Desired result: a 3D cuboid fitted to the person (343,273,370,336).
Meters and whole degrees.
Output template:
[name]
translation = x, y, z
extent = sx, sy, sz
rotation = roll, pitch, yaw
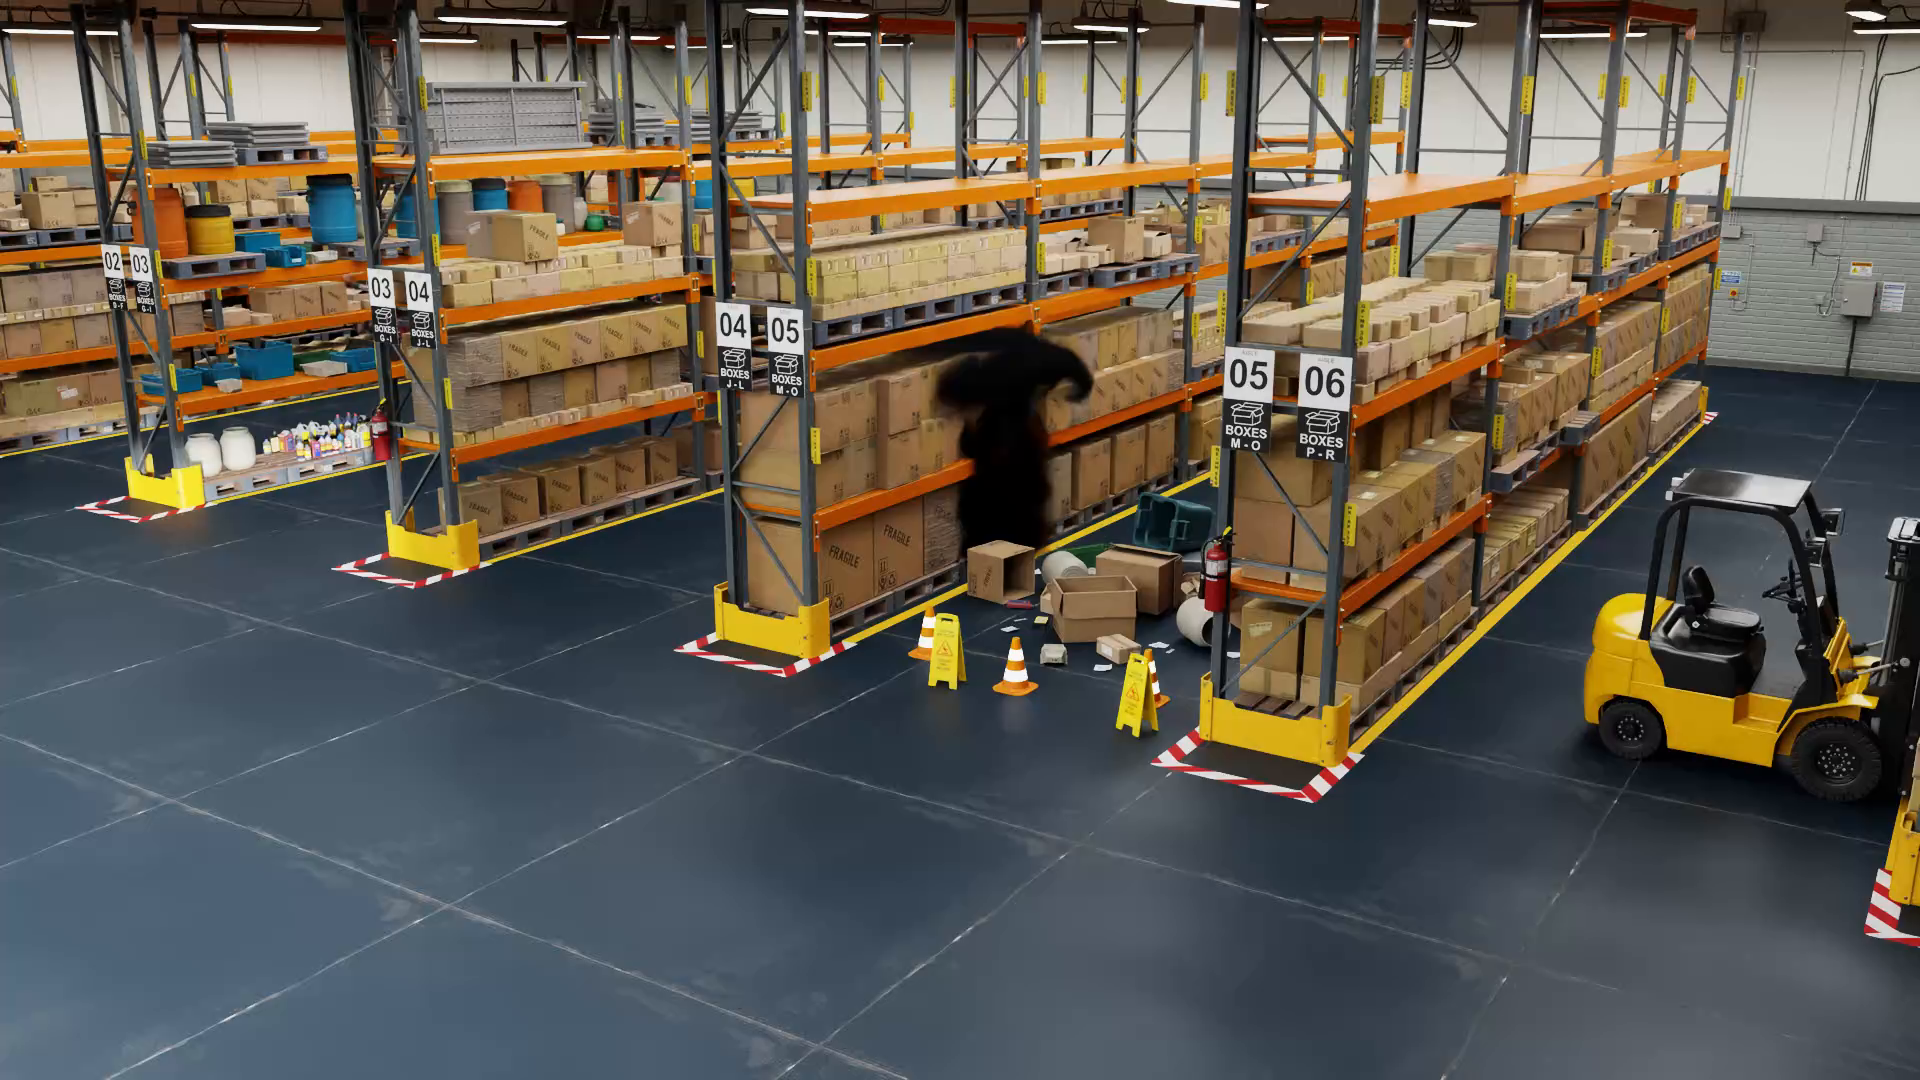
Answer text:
[person]
translation = -11.400, -4.232, 31.539
extent = 0.664, 1.529, 0.897
rotation = 5, 16, 17
